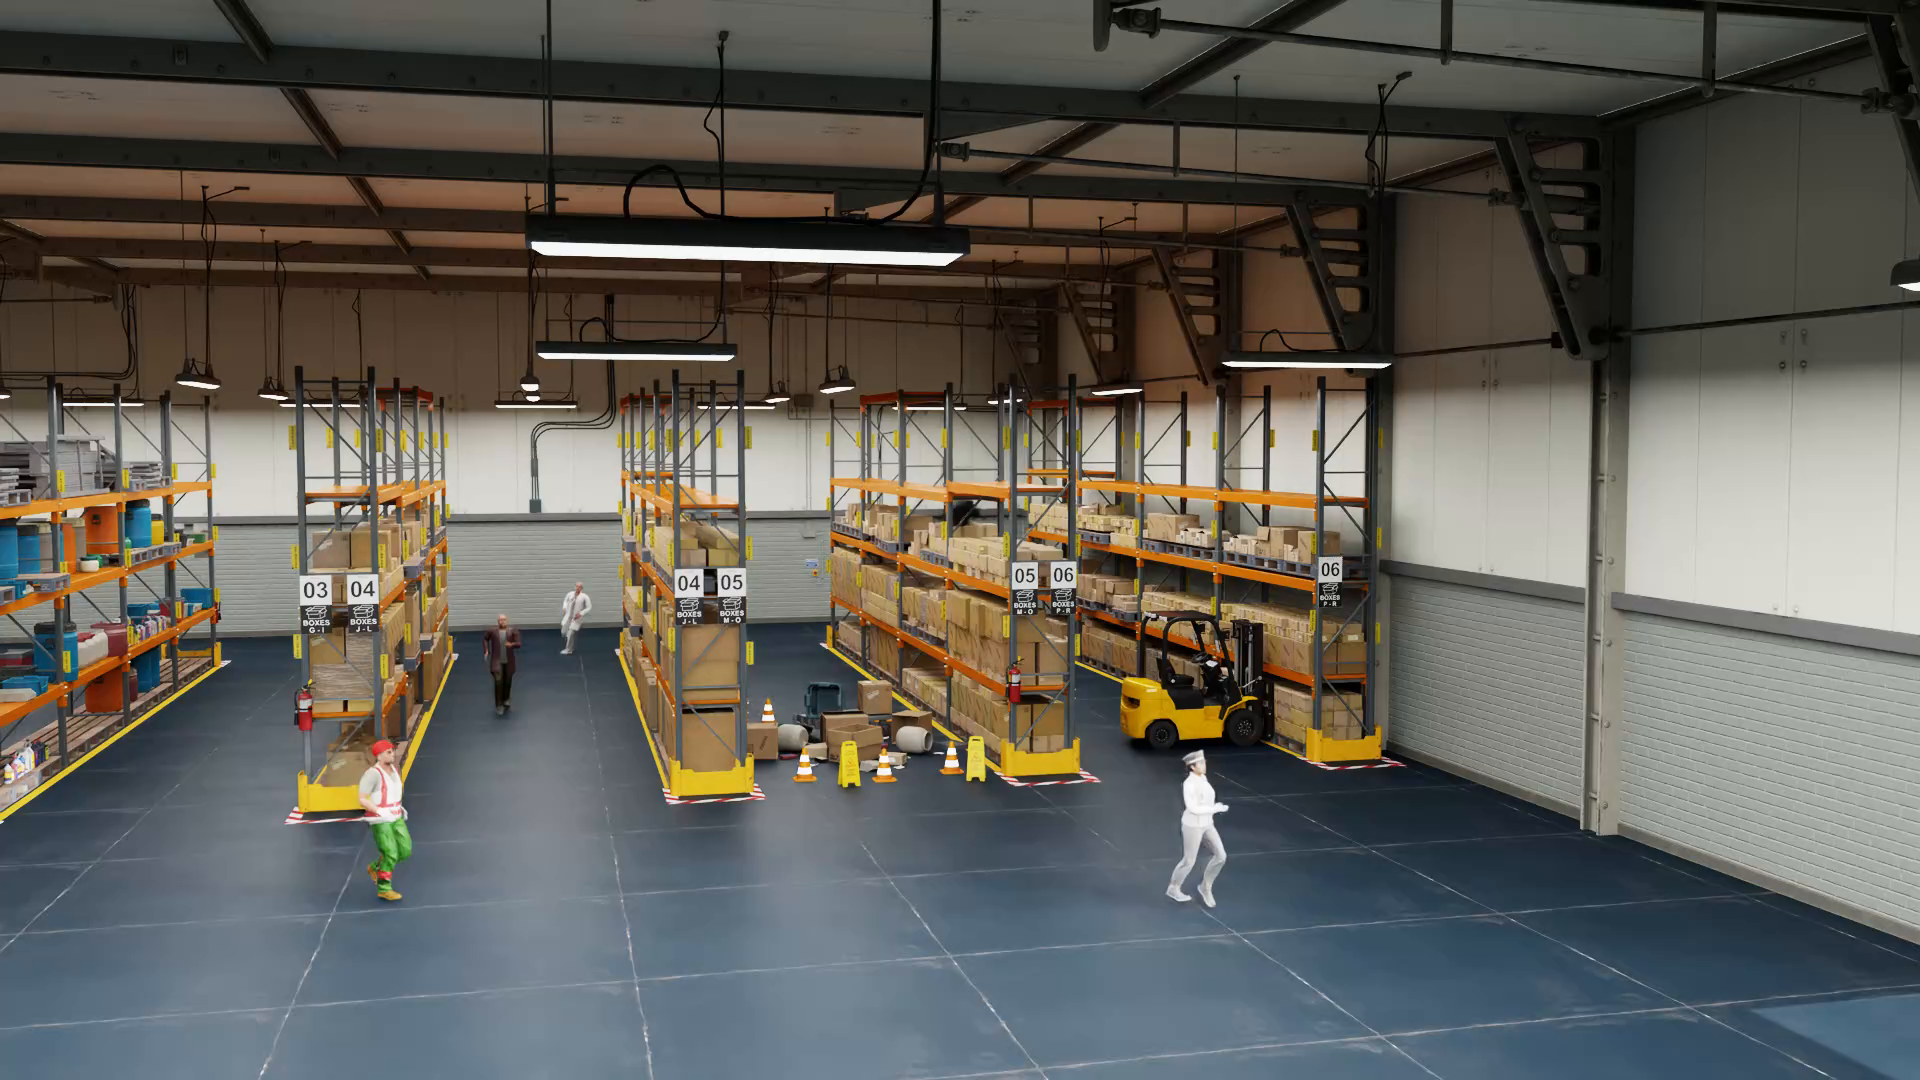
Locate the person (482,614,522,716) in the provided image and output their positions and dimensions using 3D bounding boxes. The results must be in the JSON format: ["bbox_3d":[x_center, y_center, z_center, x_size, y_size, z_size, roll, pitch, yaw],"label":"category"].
[{"bbox_3d":[-8.429,2.318,30.669,0.676,1.744,0.903,-1,4,-22],"label":"person"}]

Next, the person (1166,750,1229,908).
[{"bbox_3d":[2.562,3.095,17.829,0.703,1.725,0.579,3,4,36],"label":"person"}]

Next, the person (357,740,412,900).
[{"bbox_3d":[-6.294,3.045,18.125,0.594,1.746,0.663,1,4,19],"label":"person"}]

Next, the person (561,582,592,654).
[{"bbox_3d":[-9.006,1.833,39.011,0.810,1.703,0.590,1,4,17],"label":"person"}]
